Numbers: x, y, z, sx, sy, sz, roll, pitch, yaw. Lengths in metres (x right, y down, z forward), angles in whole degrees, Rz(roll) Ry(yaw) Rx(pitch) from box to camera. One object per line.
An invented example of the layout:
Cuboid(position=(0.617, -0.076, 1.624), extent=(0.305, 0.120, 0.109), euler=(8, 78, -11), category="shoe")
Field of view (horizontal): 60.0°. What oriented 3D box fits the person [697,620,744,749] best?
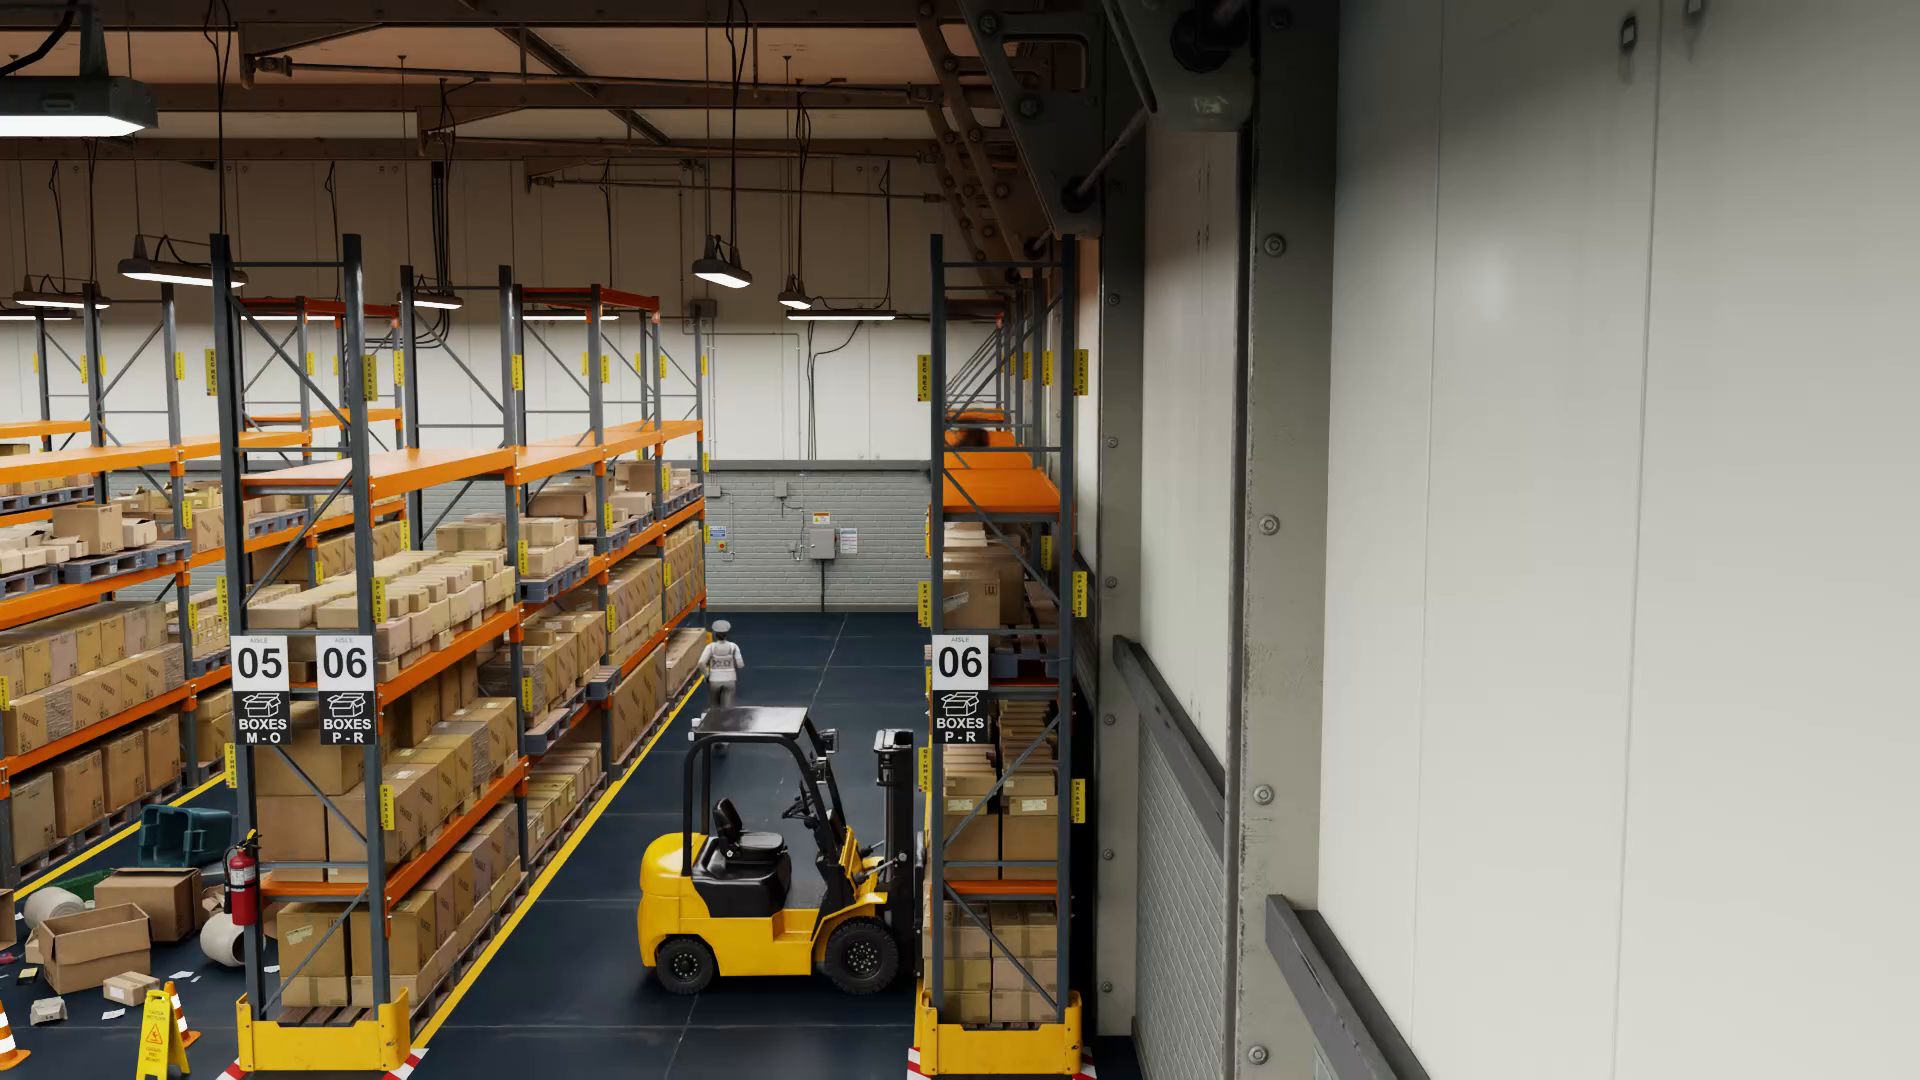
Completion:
Cuboid(position=(-3.122, 1.917, 21.777), extent=(0.596, 1.735, 0.720), euler=(-1, 6, -6), category="person")
